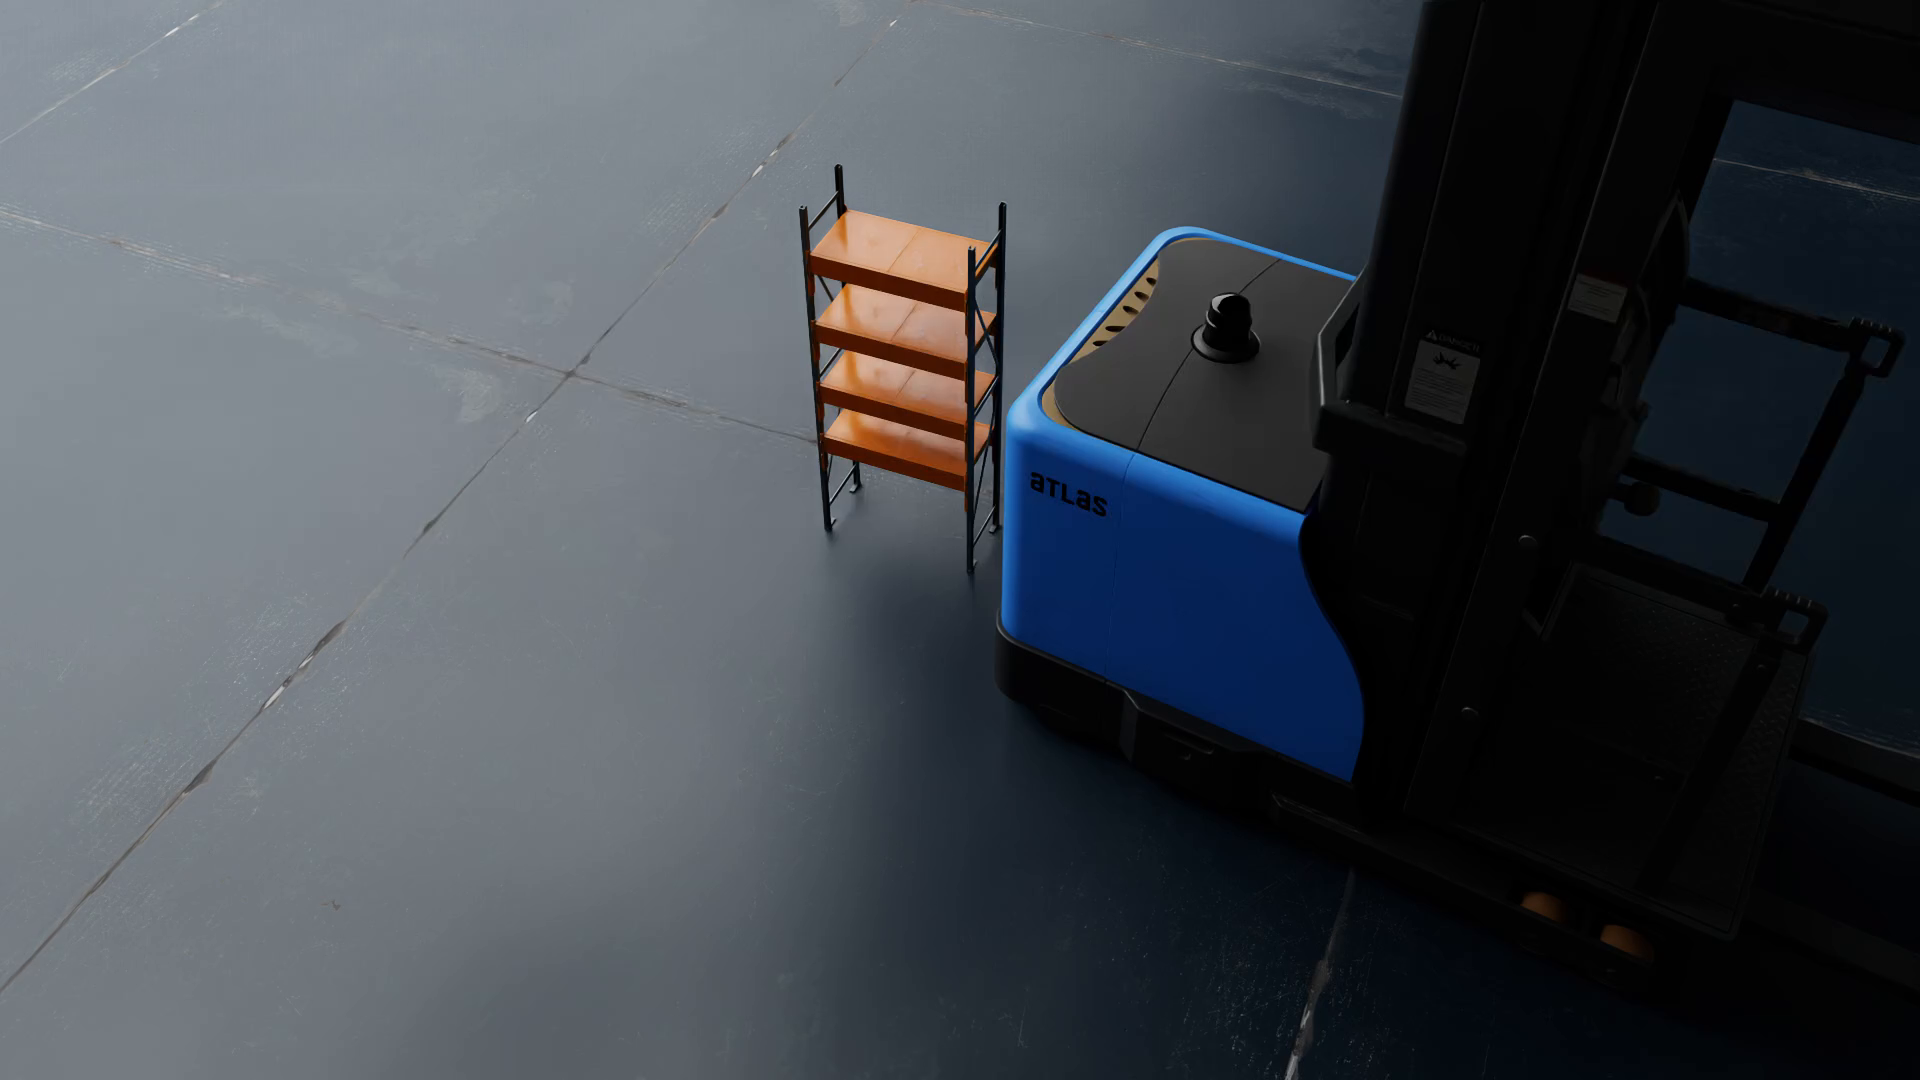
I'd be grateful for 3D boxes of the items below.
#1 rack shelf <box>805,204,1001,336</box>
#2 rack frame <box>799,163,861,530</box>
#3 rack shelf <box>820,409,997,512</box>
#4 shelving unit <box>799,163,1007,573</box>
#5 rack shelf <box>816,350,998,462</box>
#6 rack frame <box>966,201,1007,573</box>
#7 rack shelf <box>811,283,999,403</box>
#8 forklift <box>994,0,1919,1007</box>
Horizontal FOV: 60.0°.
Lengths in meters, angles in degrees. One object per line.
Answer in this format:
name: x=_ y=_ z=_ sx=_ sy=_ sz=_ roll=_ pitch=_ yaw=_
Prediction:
rack shelf: x=-0.153 y=-0.749 z=4.595 sx=0.480 sy=0.148 sz=0.258 roll=16 pitch=47 yaw=16
rack frame: x=-0.378 y=-0.537 z=4.939 sx=0.015 sy=1.200 sz=0.240 roll=16 pitch=47 yaw=16
rack shelf: x=-0.153 y=-0.282 z=5.059 sx=0.480 sy=0.148 sz=0.258 roll=16 pitch=47 yaw=16
shelving unit: x=-0.153 y=-0.470 z=4.872 sx=0.503 sy=1.200 sz=0.258 roll=16 pitch=47 yaw=16
rack shelf: x=-0.153 y=-0.423 z=4.919 sx=0.480 sy=0.148 sz=0.258 roll=16 pitch=47 yaw=16
rack frame: x=0.072 y=-0.404 z=4.805 sx=0.015 sy=1.200 sz=0.240 roll=16 pitch=47 yaw=16
rack shelf: x=-0.153 y=-0.581 z=4.762 sx=0.480 sy=0.148 sz=0.258 roll=16 pitch=47 yaw=16
forklift: x=1.633 y=-0.358 z=3.532 sx=3.031 sy=2.935 sz=1.130 roll=22 pitch=49 yaw=21
